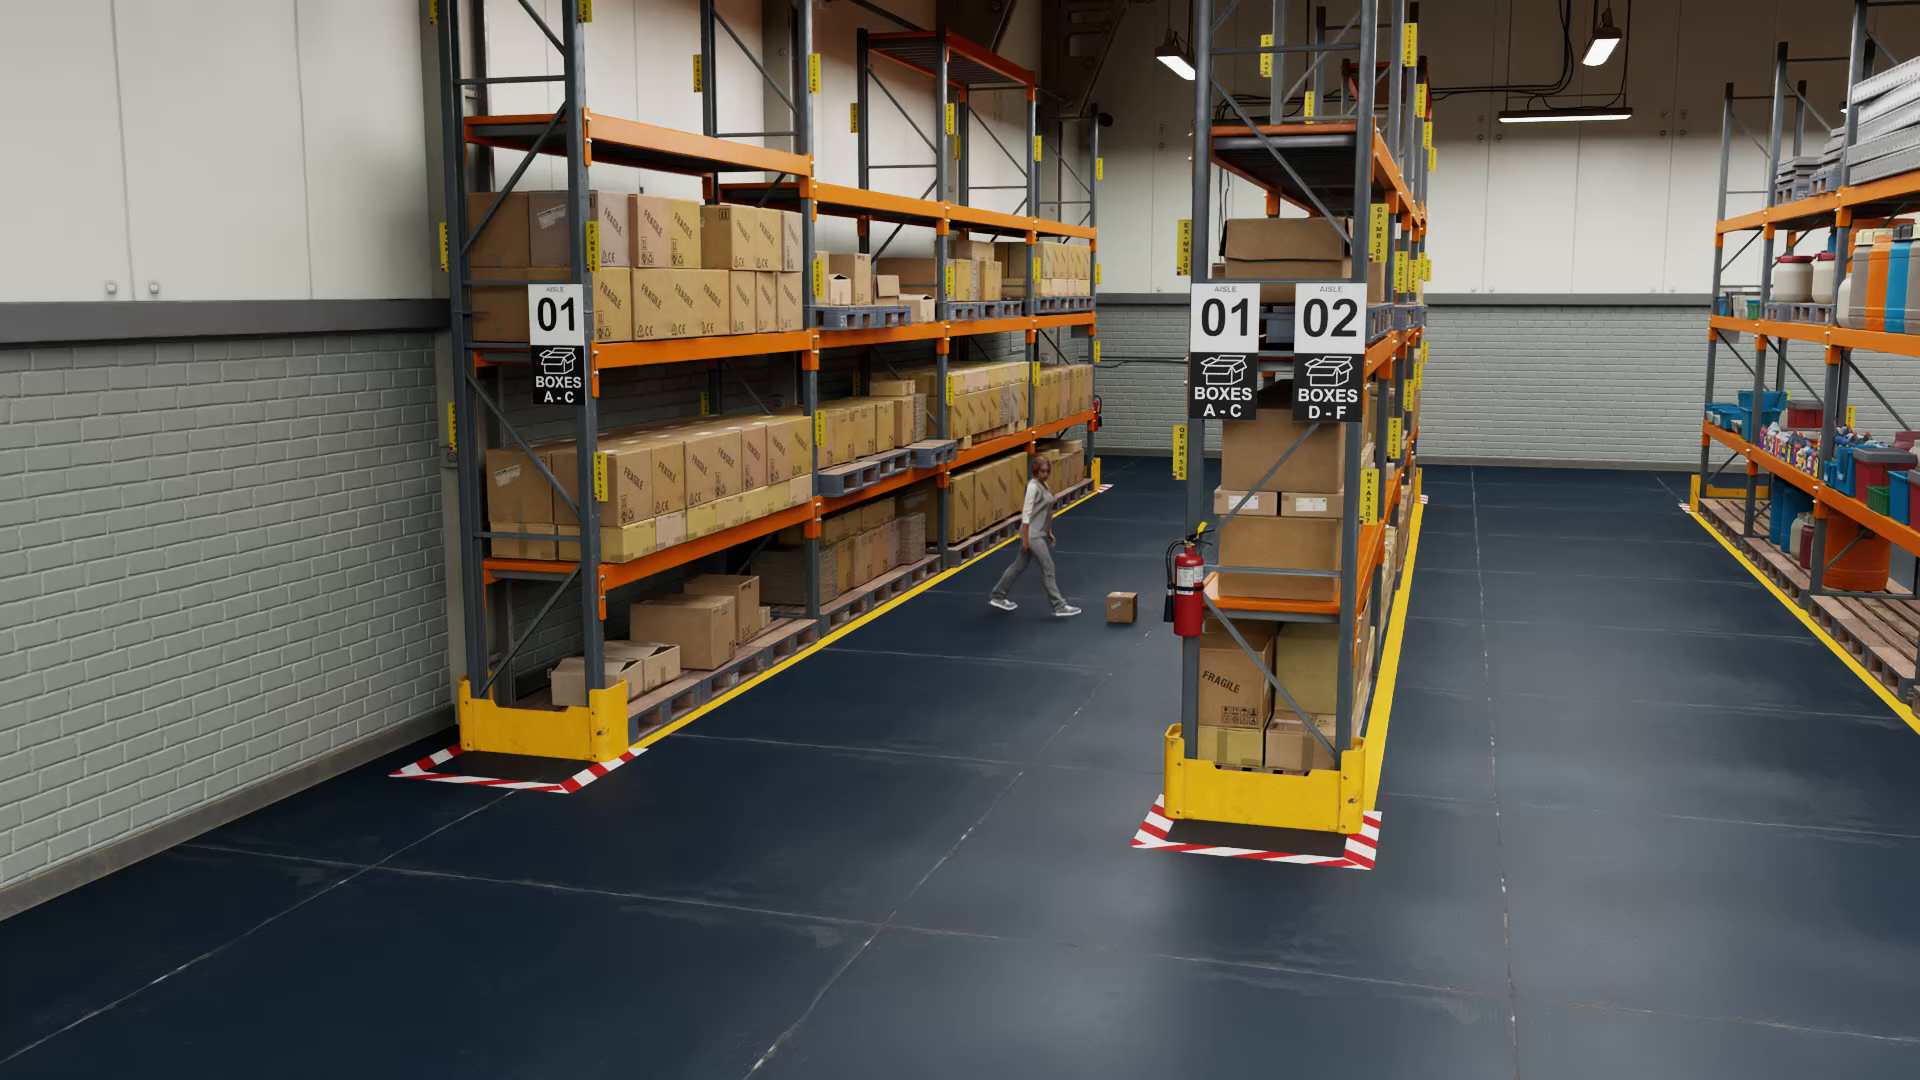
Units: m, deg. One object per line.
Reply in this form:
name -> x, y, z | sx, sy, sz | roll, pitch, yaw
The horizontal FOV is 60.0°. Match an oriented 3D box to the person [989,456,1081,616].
person -> 0.739, -0.038, 16.156 | 0.936, 1.528, 0.425 | 2, 9, 12
